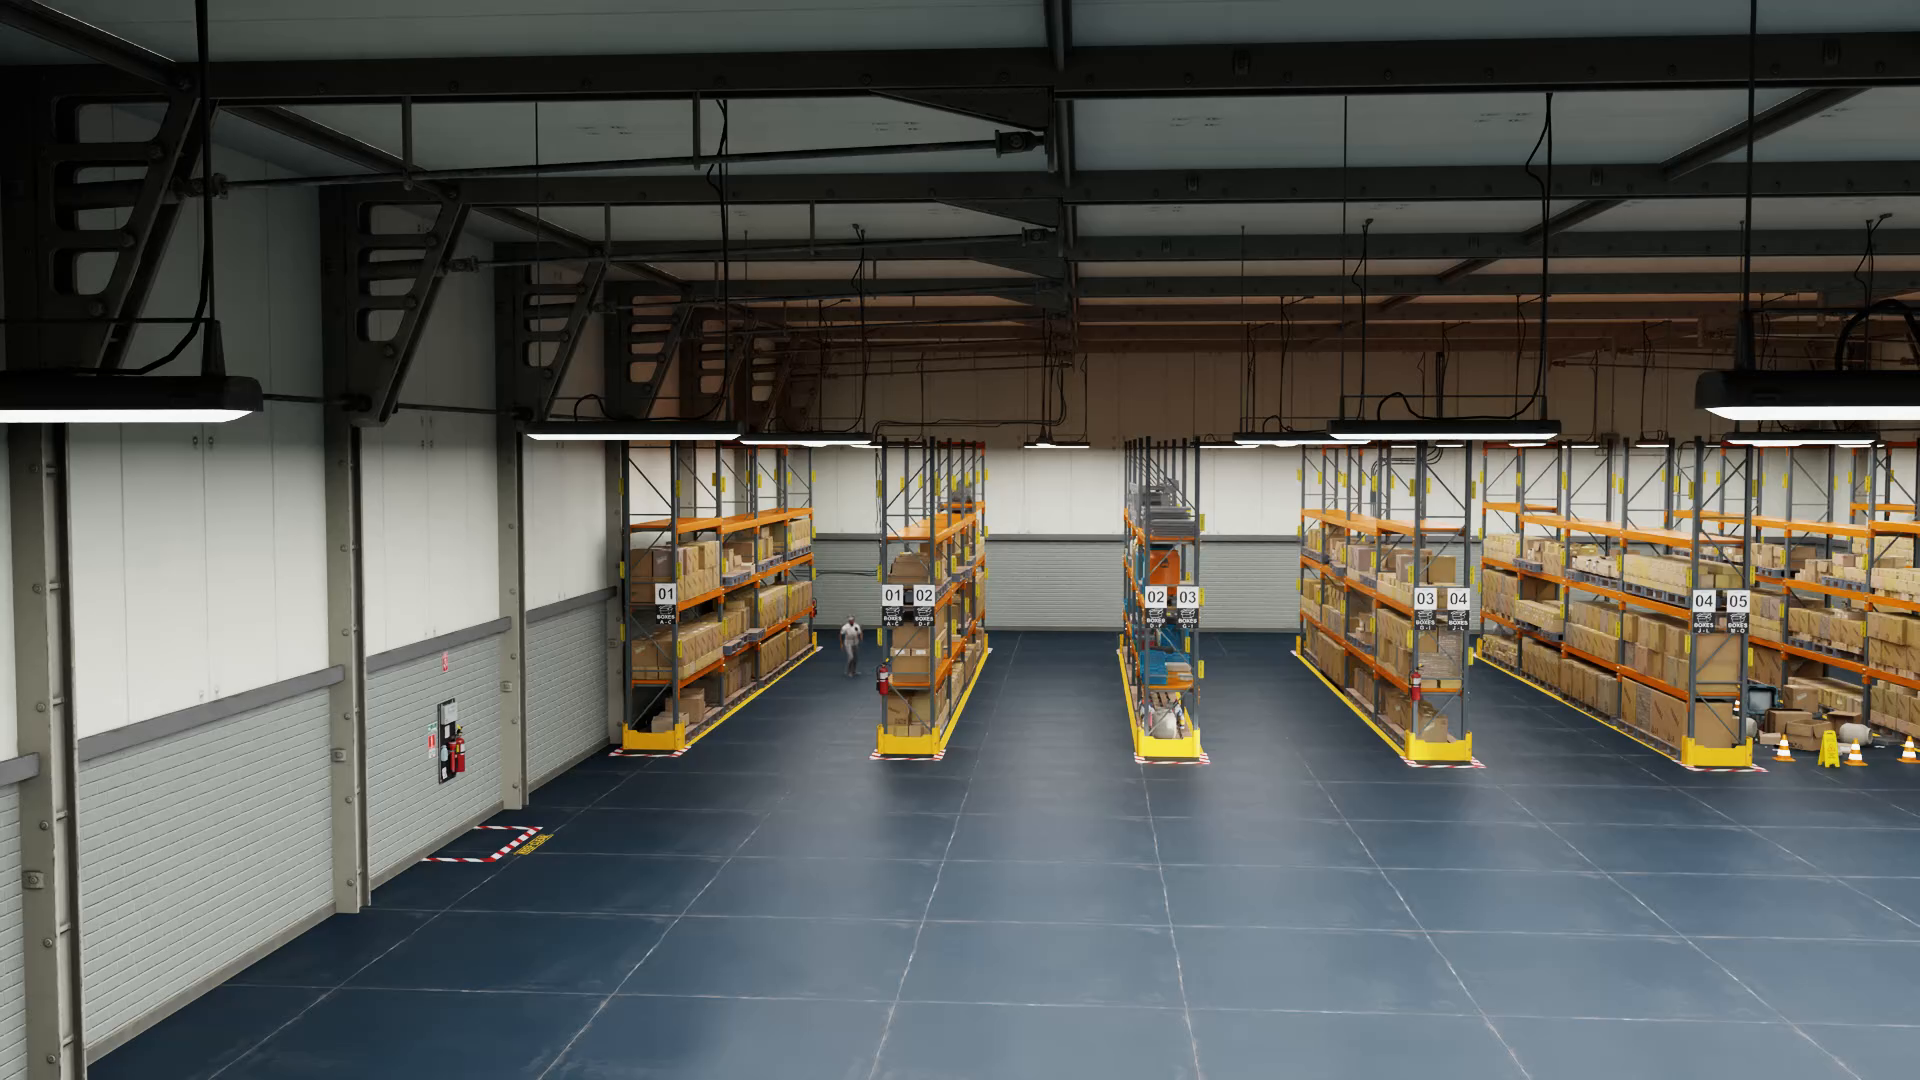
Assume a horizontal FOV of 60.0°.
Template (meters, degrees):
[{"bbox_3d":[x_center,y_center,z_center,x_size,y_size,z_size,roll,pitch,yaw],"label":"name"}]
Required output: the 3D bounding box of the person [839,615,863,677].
[{"bbox_3d":[-2.712,2.699,42.272,0.604,1.647,0.801,-2,4,-35],"label":"person"}]

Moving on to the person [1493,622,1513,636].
[{"bbox_3d":[15.810,2.266,48.198,0.755,1.833,0.637,-1,3,-13],"label":"person"}]
